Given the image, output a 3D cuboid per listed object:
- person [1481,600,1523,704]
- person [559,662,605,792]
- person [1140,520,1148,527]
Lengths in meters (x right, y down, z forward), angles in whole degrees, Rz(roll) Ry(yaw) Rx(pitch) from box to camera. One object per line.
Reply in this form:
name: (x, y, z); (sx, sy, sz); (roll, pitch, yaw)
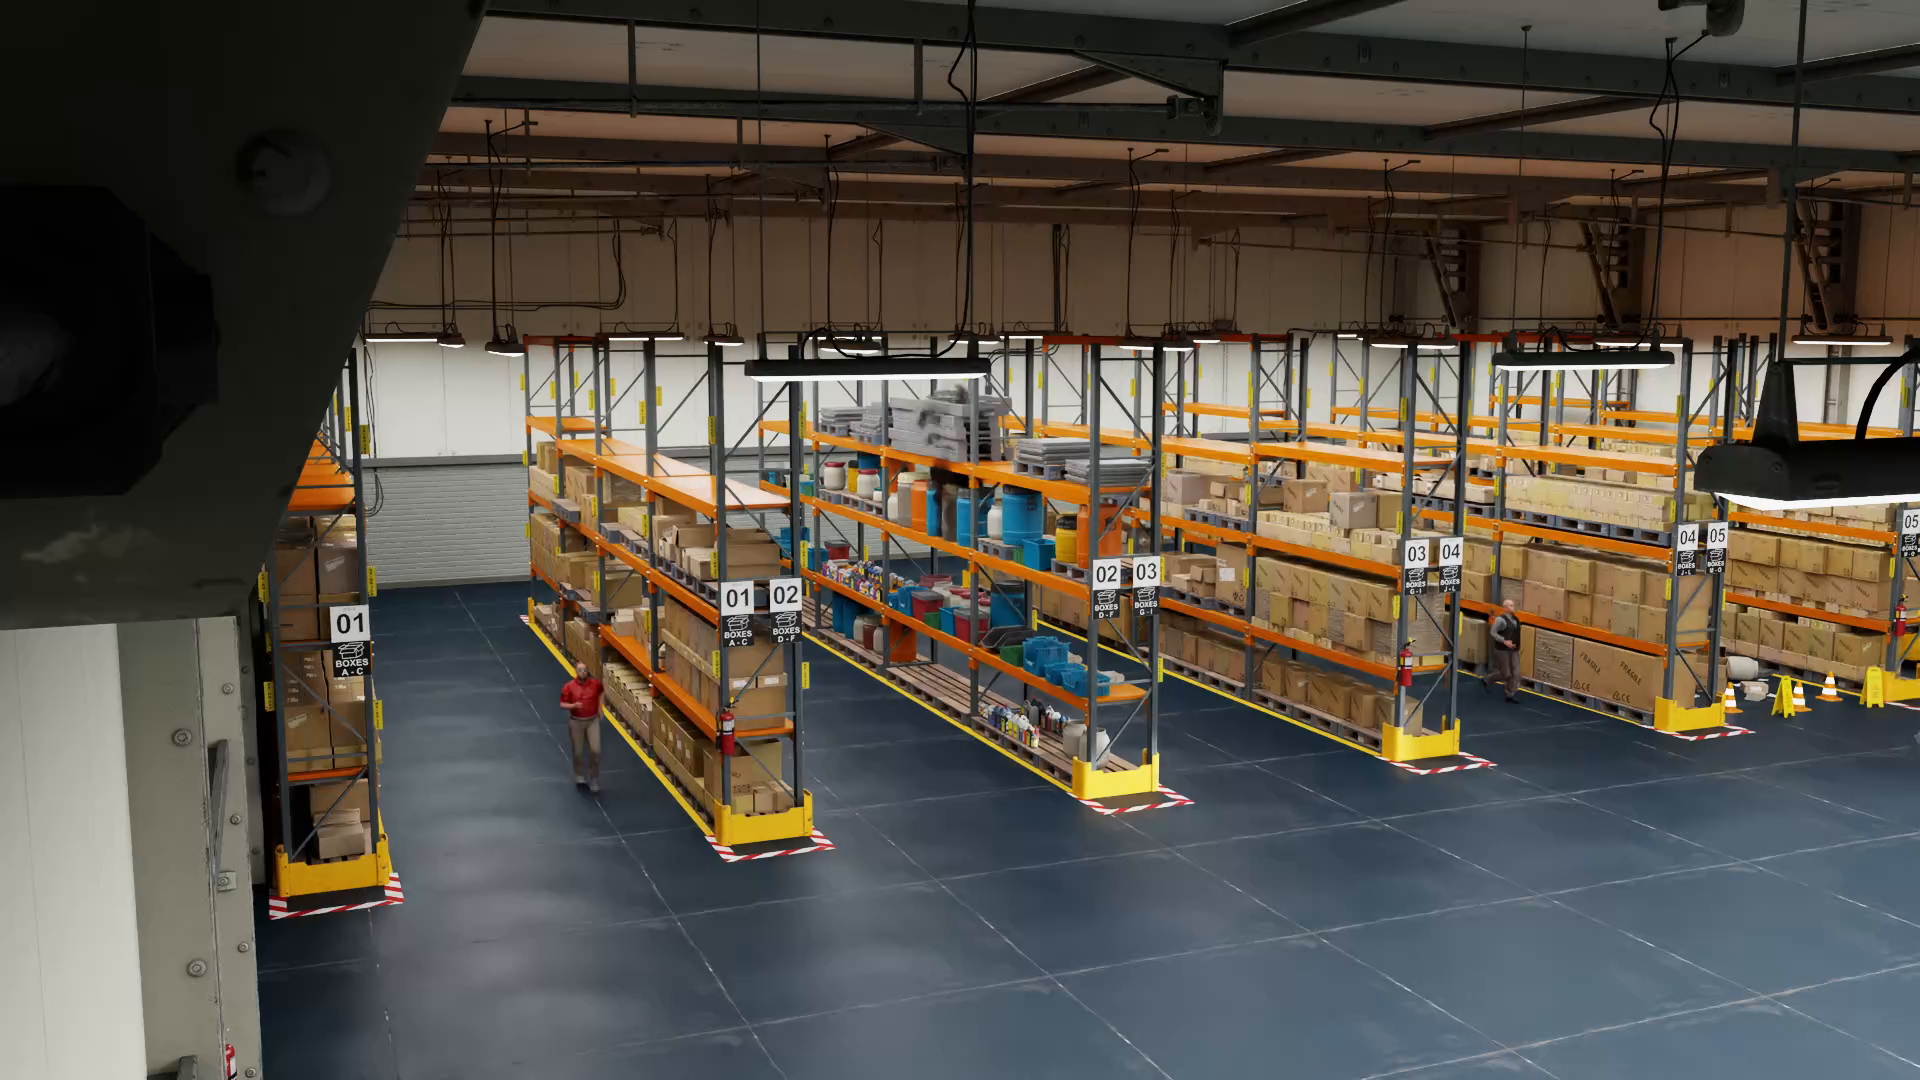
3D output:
person: (9.041, 1.830, 27.585); (0.657, 1.695, 0.752); (-5, 9, -32)
person: (-5.057, 2.525, 22.391); (0.633, 1.775, 0.727); (-3, 8, -20)
person: (4.183, 0.370, 38.575); (0.582, 1.749, 0.807); (-3, 8, -22)
